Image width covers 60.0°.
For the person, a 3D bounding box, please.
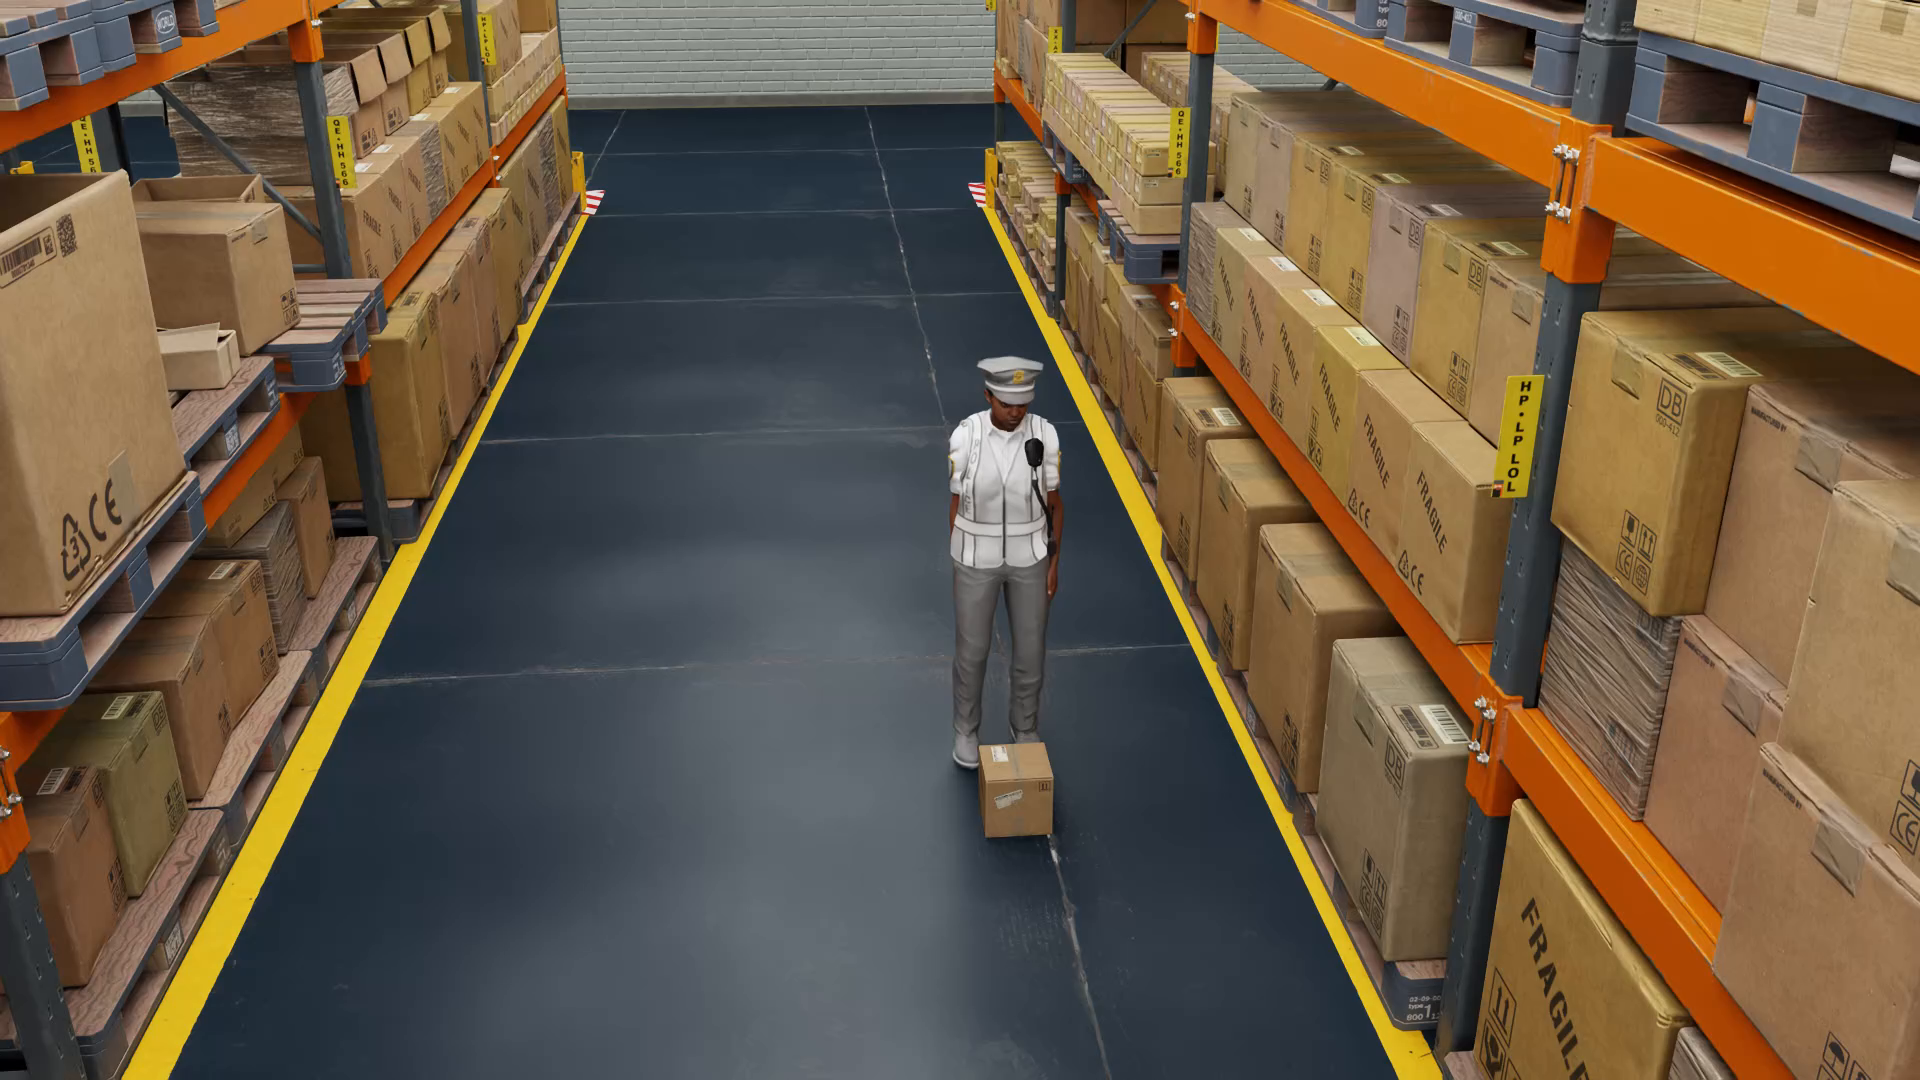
[{"bbox_3d":[0.177,0.094,6.400,0.439,1.659,0.341,-2,24,-4],"label":"person"}]
